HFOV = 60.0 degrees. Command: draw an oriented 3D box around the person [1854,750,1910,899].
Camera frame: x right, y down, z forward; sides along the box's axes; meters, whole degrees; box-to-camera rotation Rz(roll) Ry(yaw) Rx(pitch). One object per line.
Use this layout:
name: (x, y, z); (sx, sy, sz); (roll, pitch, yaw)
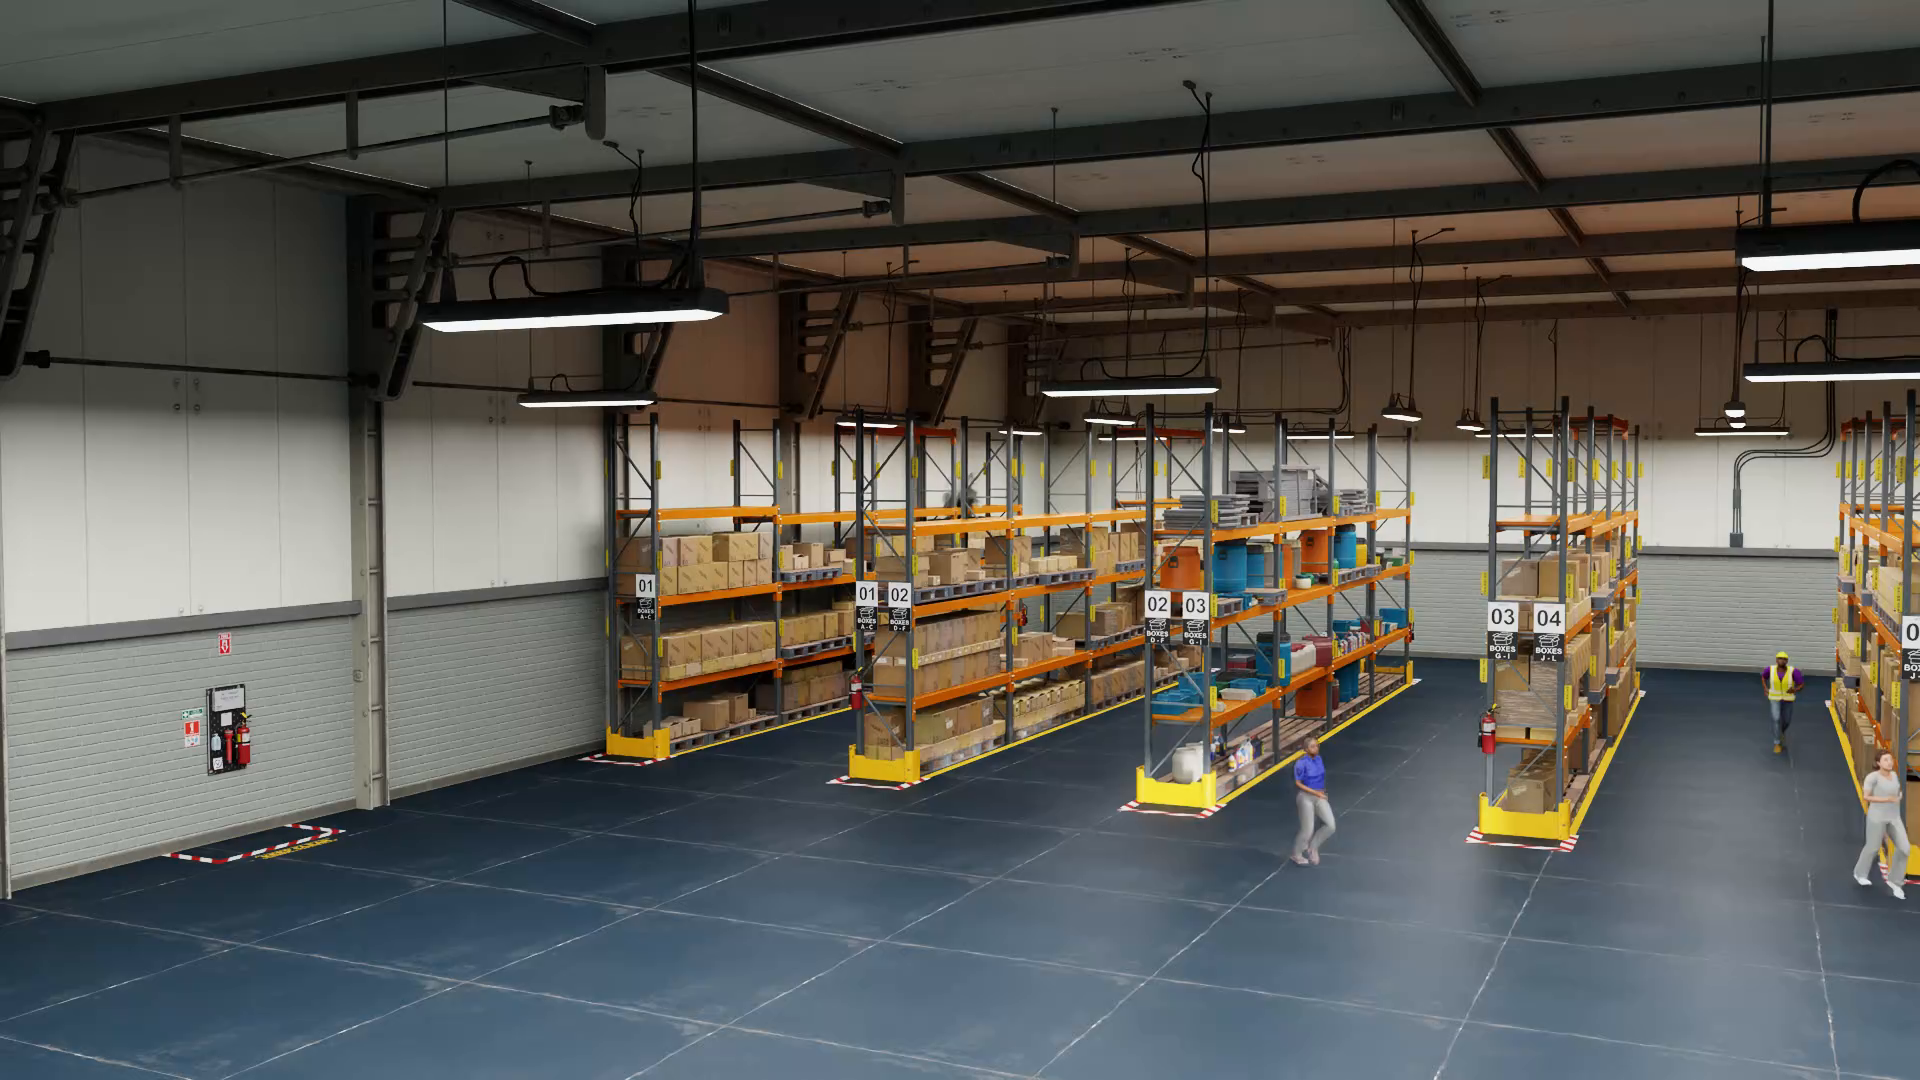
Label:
person: (10.901, 3.345, 19.659); (0.553, 1.742, 0.709); (0, 2, -5)

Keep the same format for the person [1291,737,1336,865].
person: (4.462, 3.298, 21.001); (0.548, 1.619, 0.618); (-1, 3, -31)

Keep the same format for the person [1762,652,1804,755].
person: (14.707, 2.877, 29.713); (0.663, 1.779, 1.143); (1, 3, 20)
